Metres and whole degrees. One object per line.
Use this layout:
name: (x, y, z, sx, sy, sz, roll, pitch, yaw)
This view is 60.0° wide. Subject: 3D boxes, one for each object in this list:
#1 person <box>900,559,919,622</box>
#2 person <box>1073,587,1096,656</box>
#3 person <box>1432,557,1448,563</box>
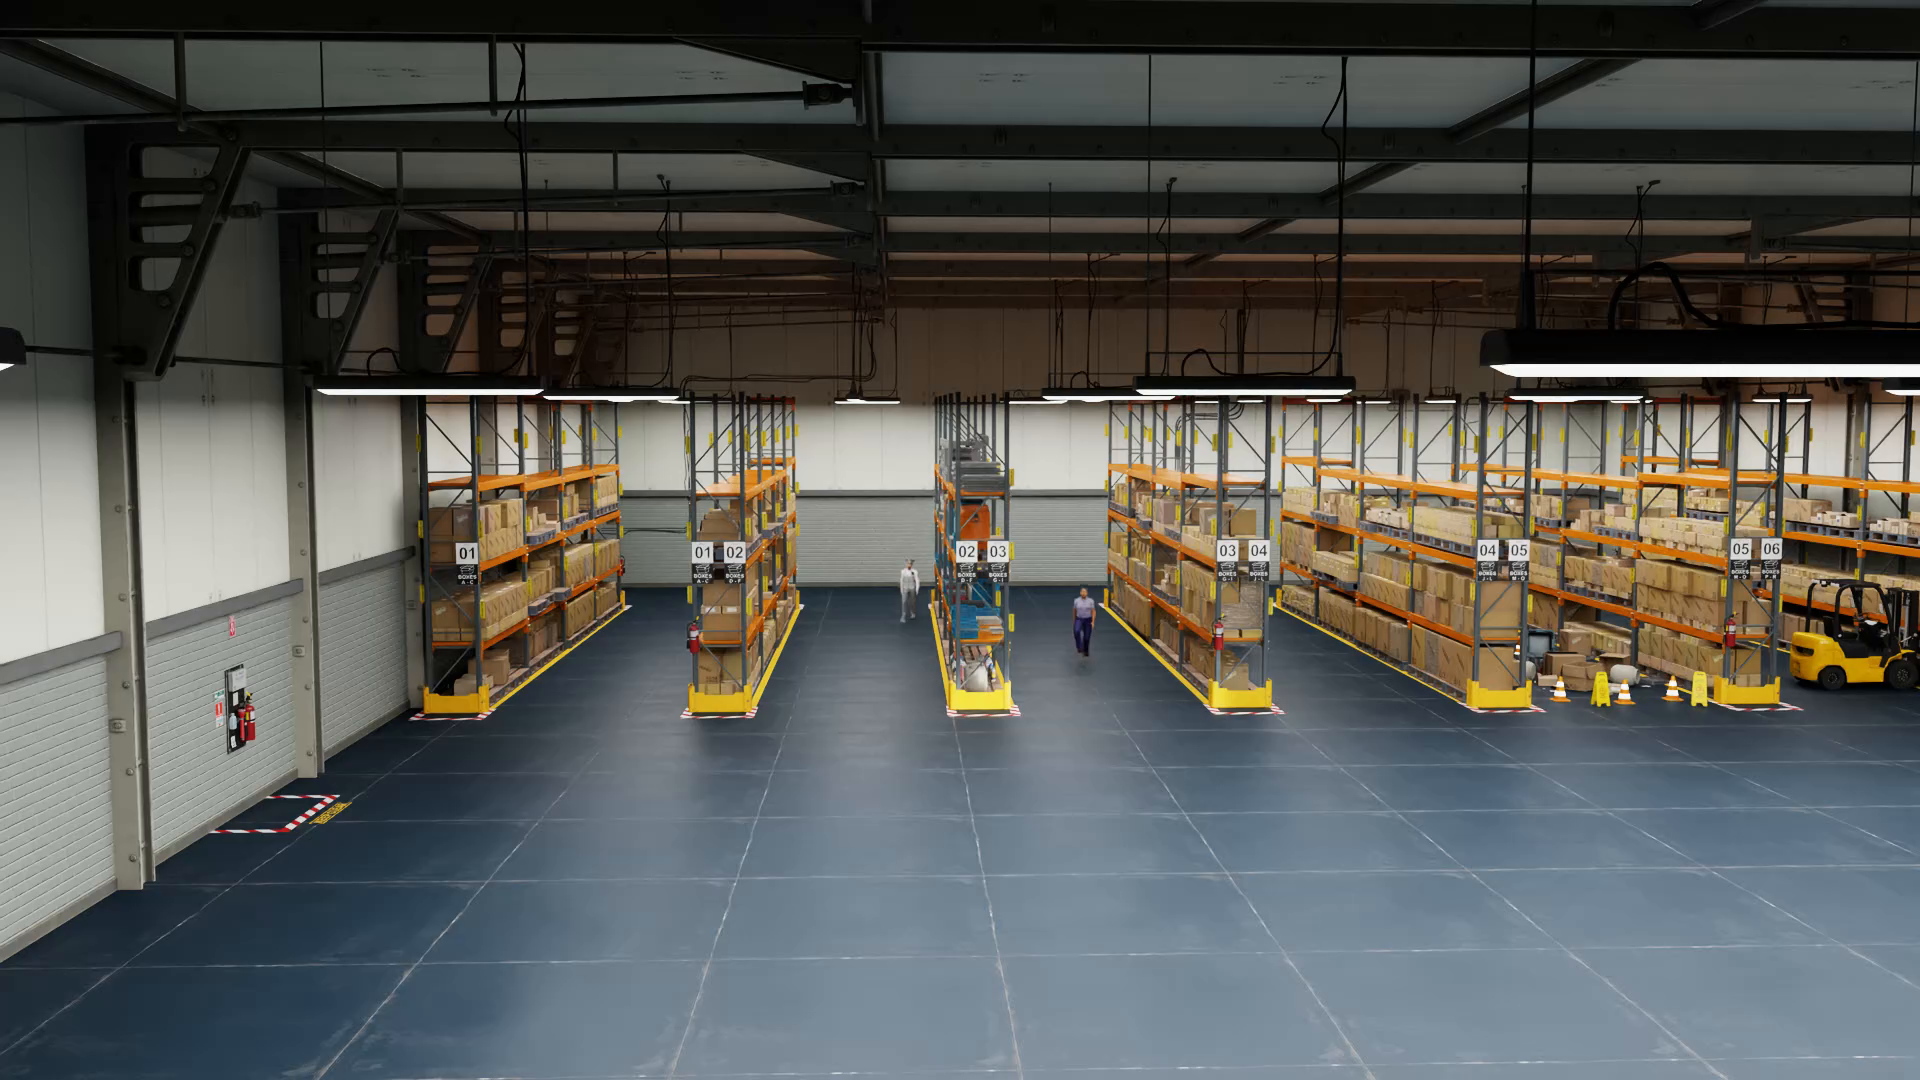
person: (-1.358, 1.318, 44.485, 0.544, 1.649, 0.961, 1, 5, 7)
person: (2.762, 1.844, 36.915, 0.508, 1.573, 0.946, 0, 5, 0)
person: (14.437, 0.949, 49.877, 0.984, 1.548, 0.588, -2, 5, -22)
